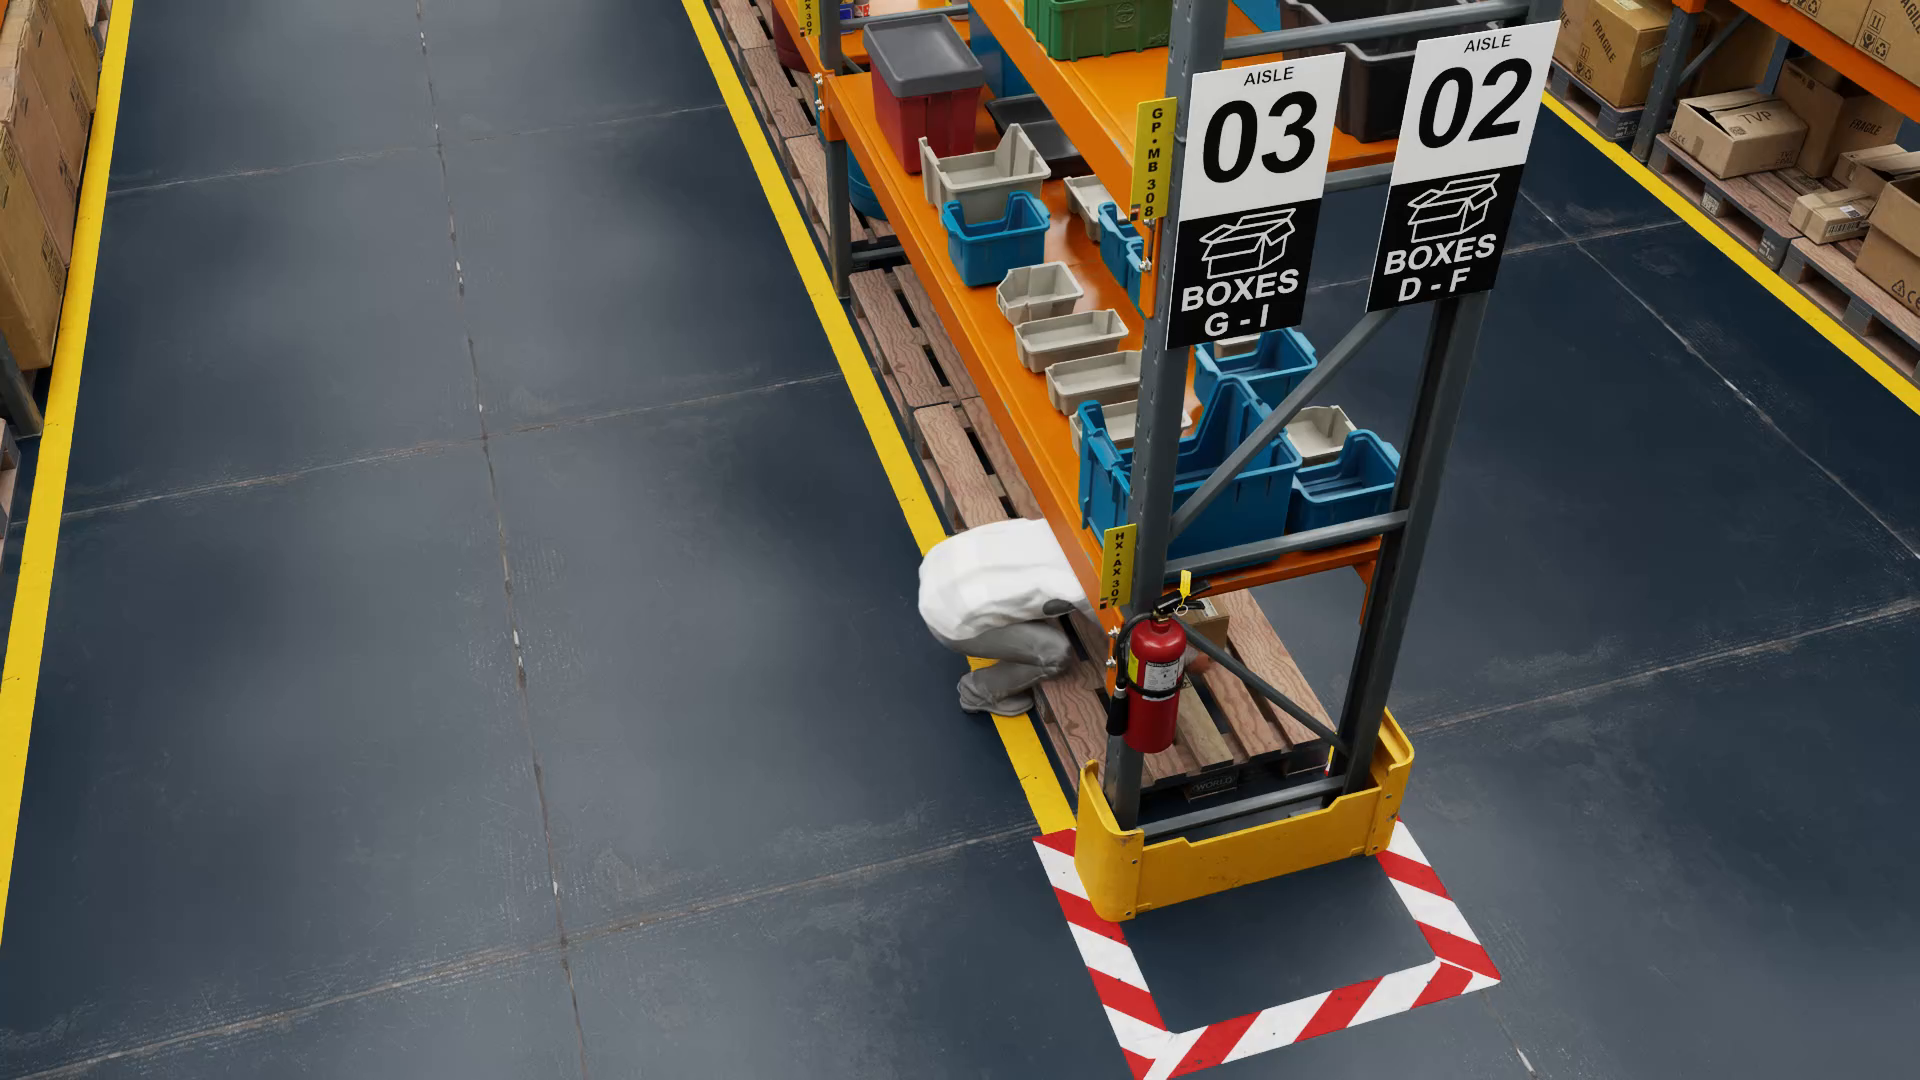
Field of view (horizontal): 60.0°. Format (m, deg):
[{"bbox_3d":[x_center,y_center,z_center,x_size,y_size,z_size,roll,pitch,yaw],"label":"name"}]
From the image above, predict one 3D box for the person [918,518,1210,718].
[{"bbox_3d":[0.434,0.275,6.556,1.193,0.817,0.496,-1,42,-1],"label":"person"}]
